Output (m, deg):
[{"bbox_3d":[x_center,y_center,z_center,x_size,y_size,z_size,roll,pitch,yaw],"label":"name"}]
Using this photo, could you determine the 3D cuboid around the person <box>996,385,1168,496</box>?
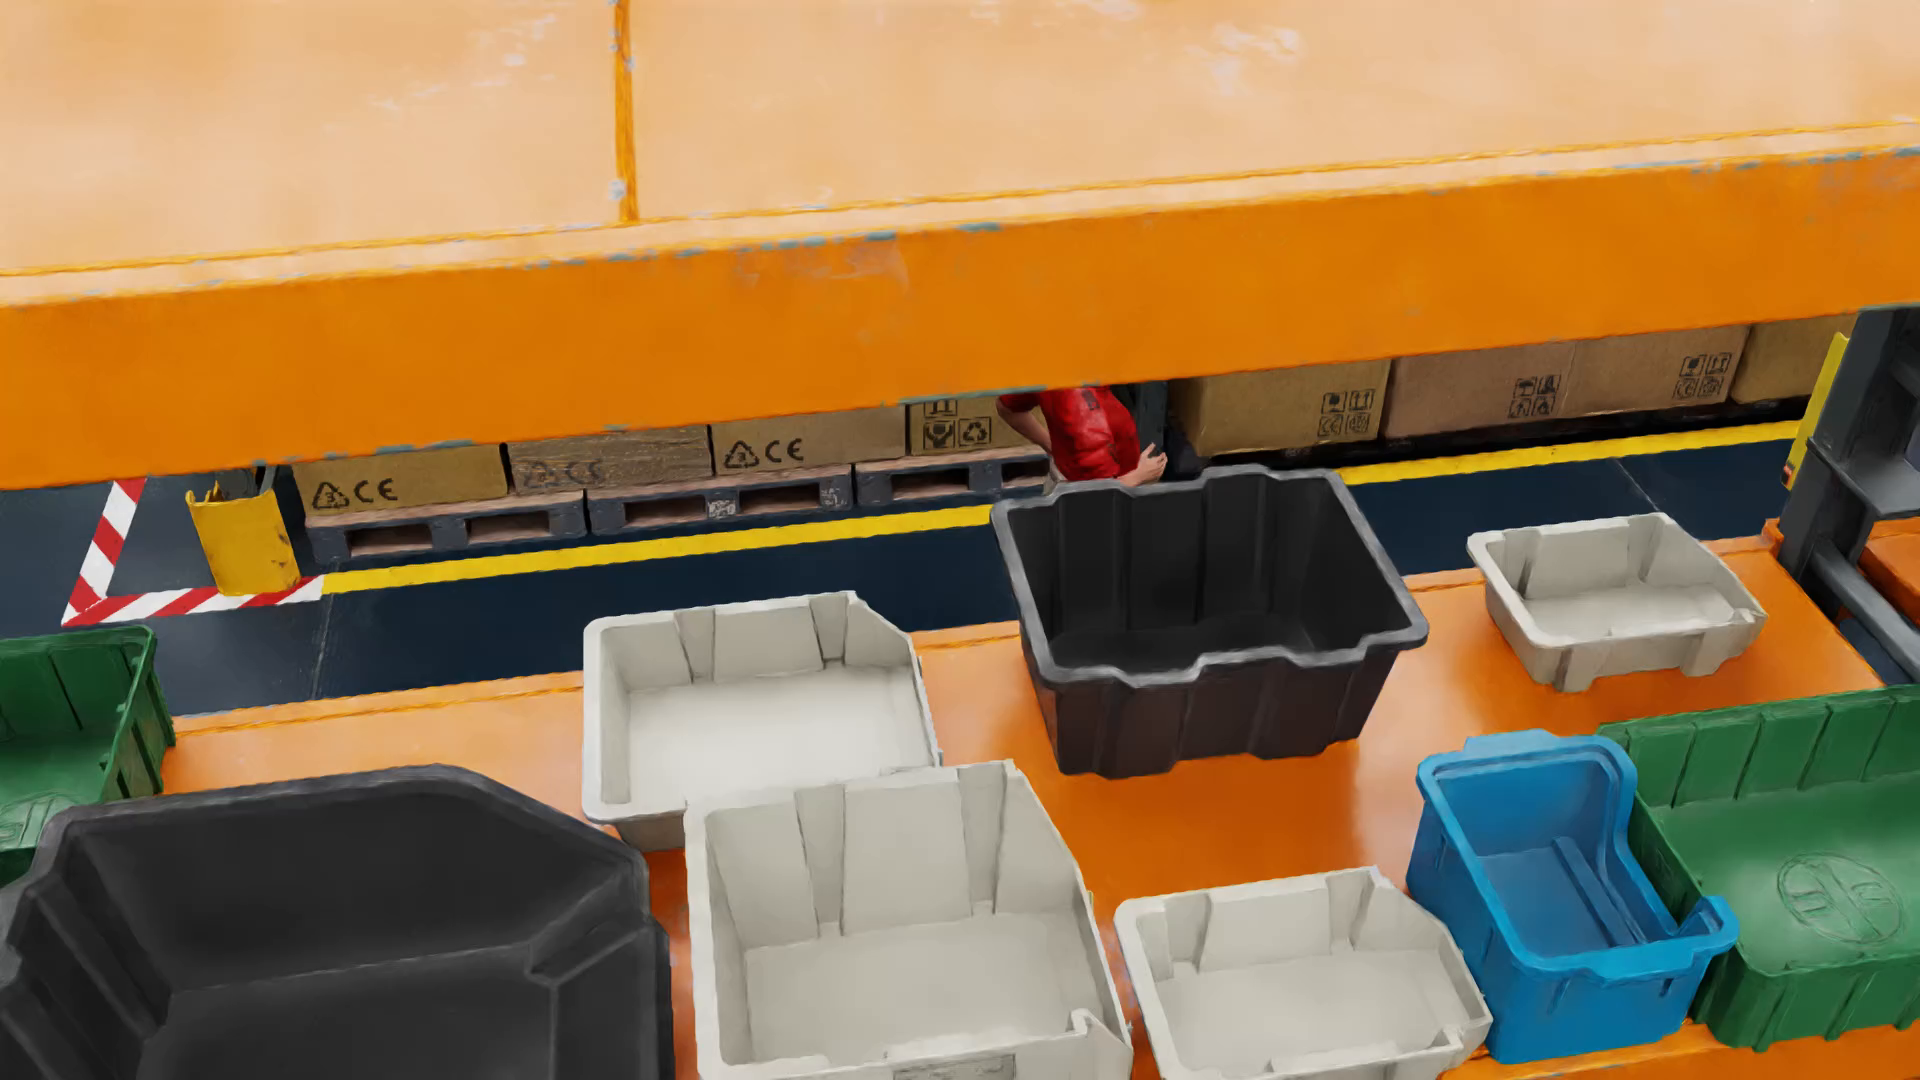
[{"bbox_3d":[0.579,-0.145,6.352,0.750,1.726,0.710,-14,40,-16],"label":"person"}]
